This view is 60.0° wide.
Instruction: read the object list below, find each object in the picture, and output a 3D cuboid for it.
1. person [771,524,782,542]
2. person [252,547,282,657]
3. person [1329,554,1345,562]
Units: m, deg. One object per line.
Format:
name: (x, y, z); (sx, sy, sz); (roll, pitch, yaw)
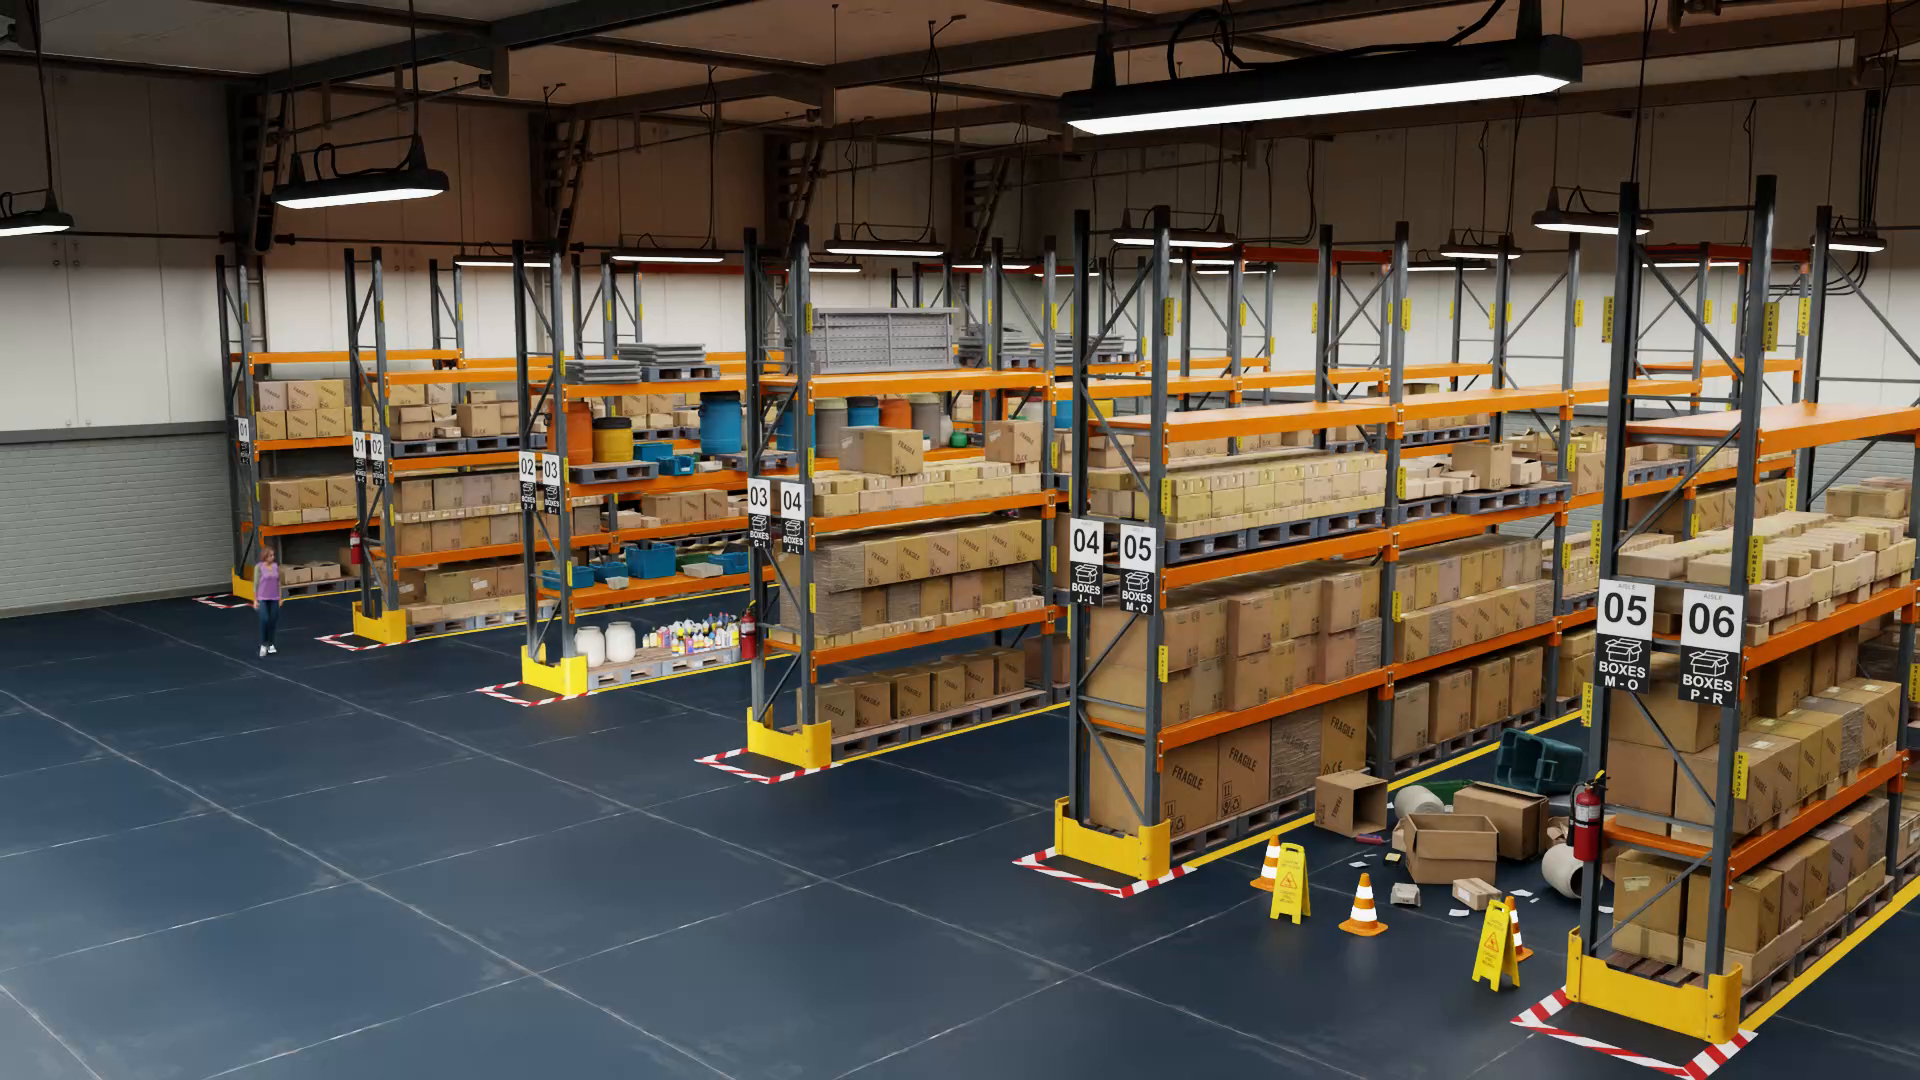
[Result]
person: (-3.766, -0.580, 34.910); (0.494, 1.617, 0.543); (-3, 9, -21)
person: (-10.234, 0.906, 24.568); (0.446, 1.623, 0.448); (8, 11, 43)
person: (5.320, 0.996, 23.715); (0.478, 1.662, 0.527); (-6, 10, -36)
